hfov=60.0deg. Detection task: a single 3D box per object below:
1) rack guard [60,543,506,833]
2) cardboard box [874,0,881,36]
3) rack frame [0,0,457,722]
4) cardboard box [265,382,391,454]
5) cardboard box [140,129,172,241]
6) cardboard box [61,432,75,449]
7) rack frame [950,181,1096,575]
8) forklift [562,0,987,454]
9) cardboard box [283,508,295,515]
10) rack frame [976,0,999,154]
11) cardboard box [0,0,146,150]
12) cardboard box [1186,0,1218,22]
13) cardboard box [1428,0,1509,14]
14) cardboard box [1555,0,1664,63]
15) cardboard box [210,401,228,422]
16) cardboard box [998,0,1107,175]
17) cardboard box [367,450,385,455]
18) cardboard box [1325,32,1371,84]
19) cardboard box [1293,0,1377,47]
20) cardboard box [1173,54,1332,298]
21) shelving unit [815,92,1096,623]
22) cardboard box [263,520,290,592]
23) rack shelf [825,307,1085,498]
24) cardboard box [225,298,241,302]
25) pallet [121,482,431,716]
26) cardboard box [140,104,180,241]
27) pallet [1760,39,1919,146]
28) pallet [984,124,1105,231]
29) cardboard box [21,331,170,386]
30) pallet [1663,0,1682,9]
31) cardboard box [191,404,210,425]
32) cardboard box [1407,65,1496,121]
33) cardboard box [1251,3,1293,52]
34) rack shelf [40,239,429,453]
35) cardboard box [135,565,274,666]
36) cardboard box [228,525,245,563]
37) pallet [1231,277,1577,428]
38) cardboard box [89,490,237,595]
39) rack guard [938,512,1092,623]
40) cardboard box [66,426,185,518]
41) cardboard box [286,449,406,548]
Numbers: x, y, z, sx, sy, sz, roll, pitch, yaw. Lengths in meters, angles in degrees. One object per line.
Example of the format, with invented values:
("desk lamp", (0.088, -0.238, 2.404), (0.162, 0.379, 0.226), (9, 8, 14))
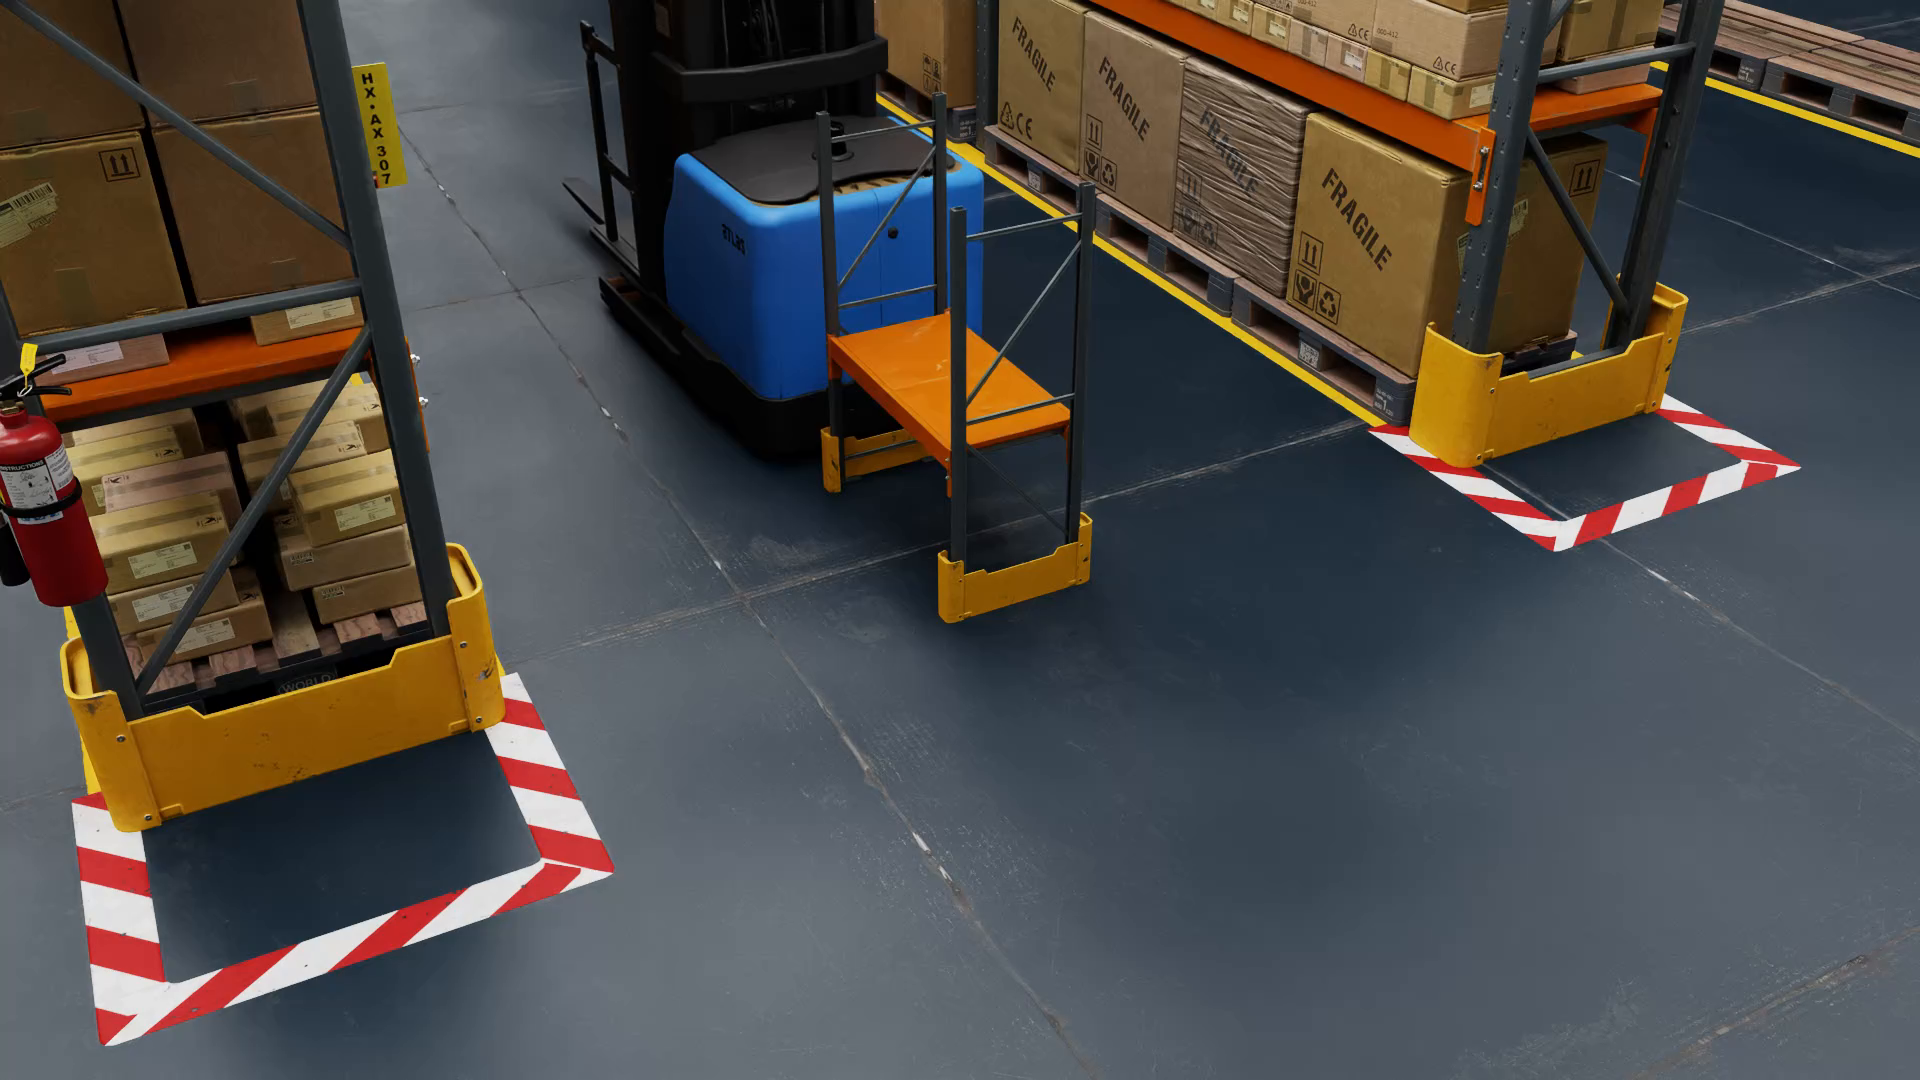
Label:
("rack guard", (-2.041, 0.436, 5.106), (1.175, 0.500, 0.348), (-16, 36, -23))
("cardboard box", (-0.169, -3.697, 10.820), (1.225, 0.875, 0.875), (-17, 36, -25))
("rack frame", (-2.006, -0.580, 4.375), (1.000, 3.000, 0.127), (-16, 36, -23))
("cardboard box", (-2.188, -0.396, 5.790), (0.380, 0.149, 0.250), (-16, 36, -23))
("cardboard box", (-2.678, -1.144, 4.887), (0.500, 0.500, 0.500), (-16, 36, -24))
("cardboard box", (-3.015, -0.476, 5.914), (0.380, 0.149, 0.250), (-15, 35, -21))
("rack frame", (0.197, -0.430, 5.530), (0.500, 1.500, 0.032), (-16, 36, -23))
("forklift", (-1.062, -2.346, 7.194), (1.130, 2.935, 3.031), (-17, 37, -25))
("cardboard box", (-2.100, -0.141, 5.668), (0.380, 0.149, 0.250), (-16, 36, -23))
("rack frame", (0.564, -3.688, 9.226), (1.000, 3.000, 0.127), (-16, 36, -23))
("cardboard box", (-2.439, -1.324, 4.241), (0.500, 0.500, 0.500), (-17, 36, -24))
("cardboard box", (1.260, -2.490, 7.589), (0.380, 0.149, 0.250), (-15, 36, -22))
("cardboard box", (1.970, -2.324, 6.264), (0.500, 0.500, 0.500), (-15, 36, -23))
("cardboard box", (2.444, -2.138, 6.671), (0.500, 0.250, 0.500), (-17, 36, -24))
("cardboard box", (-2.687, -0.607, 6.395), (0.380, 0.149, 0.250), (-14, 35, -21))
("cardboard box", (0.801, -2.635, 9.163), (0.875, 0.875, 0.875), (-16, 36, -23))
("cardboard box", (-2.316, -0.386, 6.049), (0.380, 0.149, 0.250), (-15, 35, -22))
("cardboard box", (1.733, -2.005, 6.832), (0.380, 0.149, 0.250), (-16, 36, -23))
("cardboard box", (1.733, -2.248, 6.842), (0.500, 0.250, 0.500), (-17, 36, -24))
("cardboard box", (1.636, -1.781, 7.830), (0.875, 0.875, 0.875), (-16, 36, -23))
("shelving unit", (-0.036, -0.668, 5.902), (0.587, 1.500, 1.083), (-16, 36, -23))
("cardboard box", (-2.161, 0.009, 5.709), (0.380, 0.149, 0.250), (-16, 36, -23))
("rack shelf", (-0.040, -0.521, 6.006), (0.538, 0.185, 1.000), (-16, 36, -23))
("cardboard box", (-2.022, -0.822, 4.986), (0.380, 0.149, 0.250), (-15, 35, -21))
("pallet", (-2.388, 0.161, 5.803), (1.003, 0.211, 1.213), (-16, 36, -23))
("cardboard box", (-2.243, -1.280, 5.099), (0.500, 0.500, 0.500), (-16, 36, -23))
("pallet", (5.896, -2.836, 10.481), (1.003, 0.211, 1.213), (-16, 36, -23))
("pallet", (0.850, -2.132, 9.381), (1.003, 0.211, 1.213), (-16, 36, -23))
("cardboard box", (-2.408, -0.559, 4.574), (0.380, 0.149, 0.250), (-16, 36, -23))
("pallet", (4.623, -4.139, 12.514), (1.003, 0.211, 1.213), (-16, 36, -23))
("cardboard box", (-3.154, -0.496, 6.497), (0.380, 0.149, 0.250), (-15, 36, -22))
("cardboard box", (1.972, -1.761, 6.451), (0.380, 0.149, 0.250), (-15, 36, -22))
("cardboard box", (1.495, -2.248, 7.211), (0.380, 0.149, 0.250), (-17, 36, -24))
("rack shelf", (-2.938, -1.232, 6.059), (1.077, 0.370, 4.000), (-16, 36, -23))
("cardboard box", (-2.435, 0.245, 5.341), (0.380, 0.149, 0.250), (-15, 36, -22))
("cardboard box", (-2.578, 0.000, 5.447), (0.380, 0.149, 0.250), (-17, 36, -24))
("pallet", (1.987, -0.967, 7.564), (1.003, 0.211, 1.213), (-16, 36, -23))
("cardboard box", (-2.477, 0.004, 5.165), (0.380, 0.149, 0.250), (-15, 36, -23))
("rack guard", (0.197, 0.096, 5.868), (0.587, 0.250, 0.087), (-16, 36, -23))
("cardboard box", (-2.776, -0.222, 5.518), (0.380, 0.149, 0.250), (-17, 36, -24))
("cardboard box", (-1.949, -0.142, 5.394), (0.380, 0.149, 0.250), (-18, 37, -25))
